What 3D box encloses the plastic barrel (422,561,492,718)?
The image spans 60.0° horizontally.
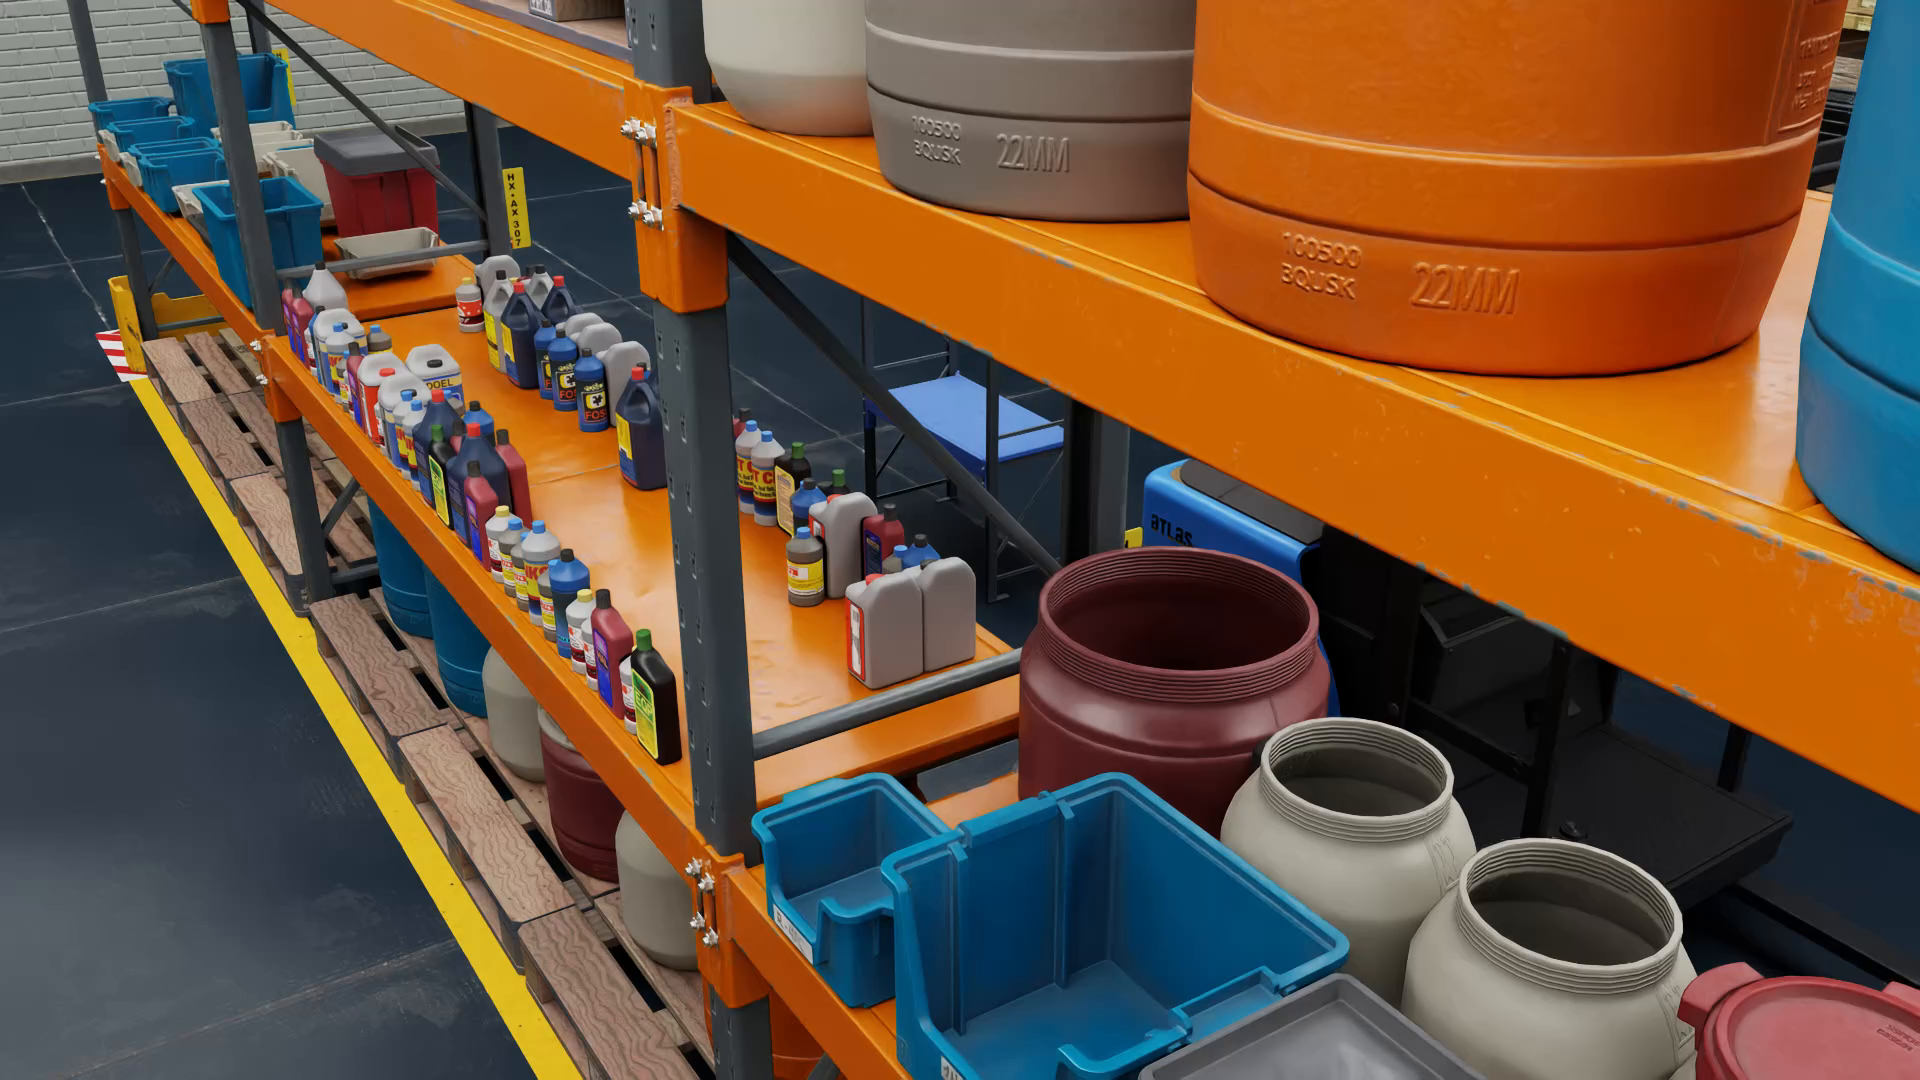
[{"bbox_3d":[-1.605,0.114,5.961,0.600,0.901,0.708,-16,29,-30],"label":"plastic barrel"}]

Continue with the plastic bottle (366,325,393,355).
[{"bbox_3d":[-2.047,-0.657,5.861,0.097,0.201,0.097,0,25,0],"label":"plastic bottle"}]

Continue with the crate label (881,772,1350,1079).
[{"bbox_3d":[0.225,0.736,2.635,0.502,0.435,0.616,-16,29,-30],"label":"crate label"}]

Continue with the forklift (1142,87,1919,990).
[{"bbox_3d":[1.864,-0.191,4.722,1.130,2.935,3.031,-16,30,-30],"label":"forklift"}]

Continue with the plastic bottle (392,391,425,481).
[{"bbox_3d":[-1.669,-0.322,5.069,0.097,0.271,0.097,0,25,0],"label":"plastic bottle"}]

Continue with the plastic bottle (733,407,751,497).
[{"bbox_3d":[-0.649,-0.267,4.939,0.061,0.283,0.133,-16,29,-30],"label":"plastic bottle"}]

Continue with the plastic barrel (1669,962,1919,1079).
[{"bbox_3d":[1.117,0.893,2.186,0.433,0.535,0.433,0,25,0],"label":"plastic barrel"}]

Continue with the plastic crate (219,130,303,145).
[{"bbox_3d":[-3.715,-2.079,8.878,0.396,0.136,0.243,-16,29,-30],"label":"plastic crate"}]

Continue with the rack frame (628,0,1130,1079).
[{"bbox_3d":[-0.088,0.333,3.530,0.949,2.616,0.053,-16,29,-30],"label":"rack frame"}]

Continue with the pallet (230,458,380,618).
[{"bbox_3d":[-2.708,-0.090,7.693,1.003,0.211,1.213,-16,29,-30],"label":"pallet"}]

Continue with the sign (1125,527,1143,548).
[{"bbox_3d":[0.366,0.130,3.771,0.100,0.325,0.005,-16,29,-30],"label":"sign"}]

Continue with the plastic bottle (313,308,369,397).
[{"bbox_3d":[-2.141,-0.655,5.770,0.152,0.276,0.135,-16,29,-30],"label":"plastic bottle"}]

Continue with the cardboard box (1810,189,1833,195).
[{"bbox_3d":[3.315,-1.164,6.585,0.500,0.500,0.500,-16,30,-30],"label":"cardboard box"}]

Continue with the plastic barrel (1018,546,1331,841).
[{"bbox_3d":[0.416,0.368,3.298,0.600,0.536,0.708,-16,29,-30],"label":"plastic barrel"}]

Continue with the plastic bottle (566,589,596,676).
[{"bbox_3d":[-0.896,0.216,4.012,0.097,0.201,0.097,0,25,0],"label":"plastic bottle"}]

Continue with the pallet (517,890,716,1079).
[{"bbox_3d":[-0.556,1.323,4.701,1.003,0.211,1.213,-16,29,-30],"label":"pallet"}]

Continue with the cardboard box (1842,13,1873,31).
[{"bbox_3d":[5.916,-3.333,10.751,0.380,0.149,0.250,-15,29,-29],"label":"cardboard box"}]

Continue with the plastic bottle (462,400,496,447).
[{"bbox_3d":[-1.442,-0.286,4.993,0.097,0.271,0.097,0,25,0],"label":"plastic bottle"}]

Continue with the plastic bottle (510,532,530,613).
[{"bbox_3d":[-1.109,0.076,4.307,0.097,0.201,0.097,0,25,0],"label":"plastic bottle"}]

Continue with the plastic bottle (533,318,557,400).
[{"bbox_3d":[-1.408,-0.626,5.713,0.097,0.271,0.097,0,25,0],"label":"plastic bottle"}]

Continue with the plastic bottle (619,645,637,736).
[{"bbox_3d":[-0.717,0.333,3.763,0.097,0.201,0.097,0,25,0],"label":"plastic bottle"}]

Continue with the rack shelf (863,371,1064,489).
[{"bbox_3d":[0.047,-0.485,7.442,0.538,0.185,1.000,-16,29,-30],"label":"rack shelf"}]

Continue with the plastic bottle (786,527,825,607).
[{"bbox_3d":[-0.403,0.064,4.333,0.097,0.201,0.097,0,25,0],"label":"plastic bottle"}]

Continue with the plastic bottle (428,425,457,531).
[{"bbox_3d":[-1.467,-0.181,4.757,0.061,0.283,0.133,-16,29,-30],"label":"plastic bottle"}]

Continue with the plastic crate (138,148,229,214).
[{"bbox_3d":[-3.717,-1.735,8.038,0.416,0.233,0.300,-16,29,-30],"label":"plastic crate"}]

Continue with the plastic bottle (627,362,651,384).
[{"bbox_3d":[-1.006,-0.434,5.306,0.097,0.271,0.097,0,25,0],"label":"plastic bottle"}]

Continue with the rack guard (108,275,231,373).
[{"bbox_3d":[-4.482,-1.403,10.135,1.175,0.500,0.348,-16,29,-30],"label":"rack guard"}]

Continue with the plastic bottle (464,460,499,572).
[{"bbox_3d":[-1.293,-0.067,4.515,0.061,0.283,0.133,-16,29,-30],"label":"plastic bottle"}]

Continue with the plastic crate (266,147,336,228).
[{"bbox_3d":[-2.954,-1.659,7.820,0.437,0.282,0.530,-16,29,-30],"label":"plastic crate"}]

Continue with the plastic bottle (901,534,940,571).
[{"bbox_3d":[-0.097,0.114,4.145,0.097,0.271,0.097,0,25,0],"label":"plastic bottle"}]

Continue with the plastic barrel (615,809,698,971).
[{"bbox_3d":[-0.755,0.917,4.716,0.421,0.512,0.421,0,25,0],"label":"plastic barrel"}]

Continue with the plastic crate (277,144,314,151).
[{"bbox_3d":[-3.122,-1.804,8.183,0.416,0.233,0.300,-16,29,-30],"label":"plastic crate"}]

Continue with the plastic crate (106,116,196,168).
[{"bbox_3d":[-4.240,-2.078,8.765,0.416,0.233,0.300,-16,29,-30],"label":"plastic crate"}]

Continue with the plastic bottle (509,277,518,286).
[{"bbox_3d":[-1.702,-0.906,6.388,0.097,0.201,0.097,0,25,0],"label":"plastic bottle"}]

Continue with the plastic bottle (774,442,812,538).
[{"bbox_3d":[-0.470,-0.150,4.690,0.061,0.283,0.133,-16,29,-30],"label":"plastic bottle"}]

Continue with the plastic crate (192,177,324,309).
[{"bbox_3d":[-2.815,-1.204,6.735,0.392,0.384,0.575,-16,29,-30],"label":"plastic crate"}]

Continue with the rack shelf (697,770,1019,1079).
[{"bbox_3d":[1.001,1.375,2.167,1.077,0.370,4.000,-16,29,-30],"label":"rack shelf"}]

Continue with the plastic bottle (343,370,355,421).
[{"bbox_3d":[-1.995,-0.504,5.537,0.097,0.201,0.097,0,25,0],"label":"plastic bottle"}]

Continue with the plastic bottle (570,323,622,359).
[{"bbox_3d":[-1.240,-0.616,5.686,0.152,0.276,0.135,-16,29,-30],"label":"plastic bottle"}]

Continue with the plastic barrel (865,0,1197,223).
[{"bbox_3d":[0.176,-0.905,2.052,0.600,0.901,0.600,0,25,0],"label":"plastic barrel"}]

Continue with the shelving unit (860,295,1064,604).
[{"bbox_3d":[0.047,-0.648,7.365,0.538,1.500,1.048,-16,29,-30],"label":"shelving unit"}]

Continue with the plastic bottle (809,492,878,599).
[{"bbox_3d":[-0.309,-0.005,4.393,0.152,0.276,0.135,-16,29,-30],"label":"plastic bottle"}]

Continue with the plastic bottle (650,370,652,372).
[{"bbox_3d":[-0.949,-0.464,5.356,0.061,0.283,0.133,-16,29,-30],"label":"plastic bottle"}]

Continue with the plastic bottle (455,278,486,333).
[{"bbox_3d":[-1.883,-0.905,6.387,0.097,0.201,0.097,0,25,0],"label":"plastic bottle"}]

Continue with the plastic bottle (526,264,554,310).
[{"bbox_3d":[-1.499,-0.822,6.035,0.144,0.351,0.185,-16,29,-30],"label":"plastic bottle"}]

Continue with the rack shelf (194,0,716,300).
[{"bbox_3d":[-1.183,-1.412,4.557,1.077,0.370,4.000,-16,29,-30],"label":"rack shelf"}]

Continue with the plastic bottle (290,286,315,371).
[{"bbox_3d":[-2.359,-0.766,5.995,0.061,0.283,0.133,-16,29,-30],"label":"plastic bottle"}]
